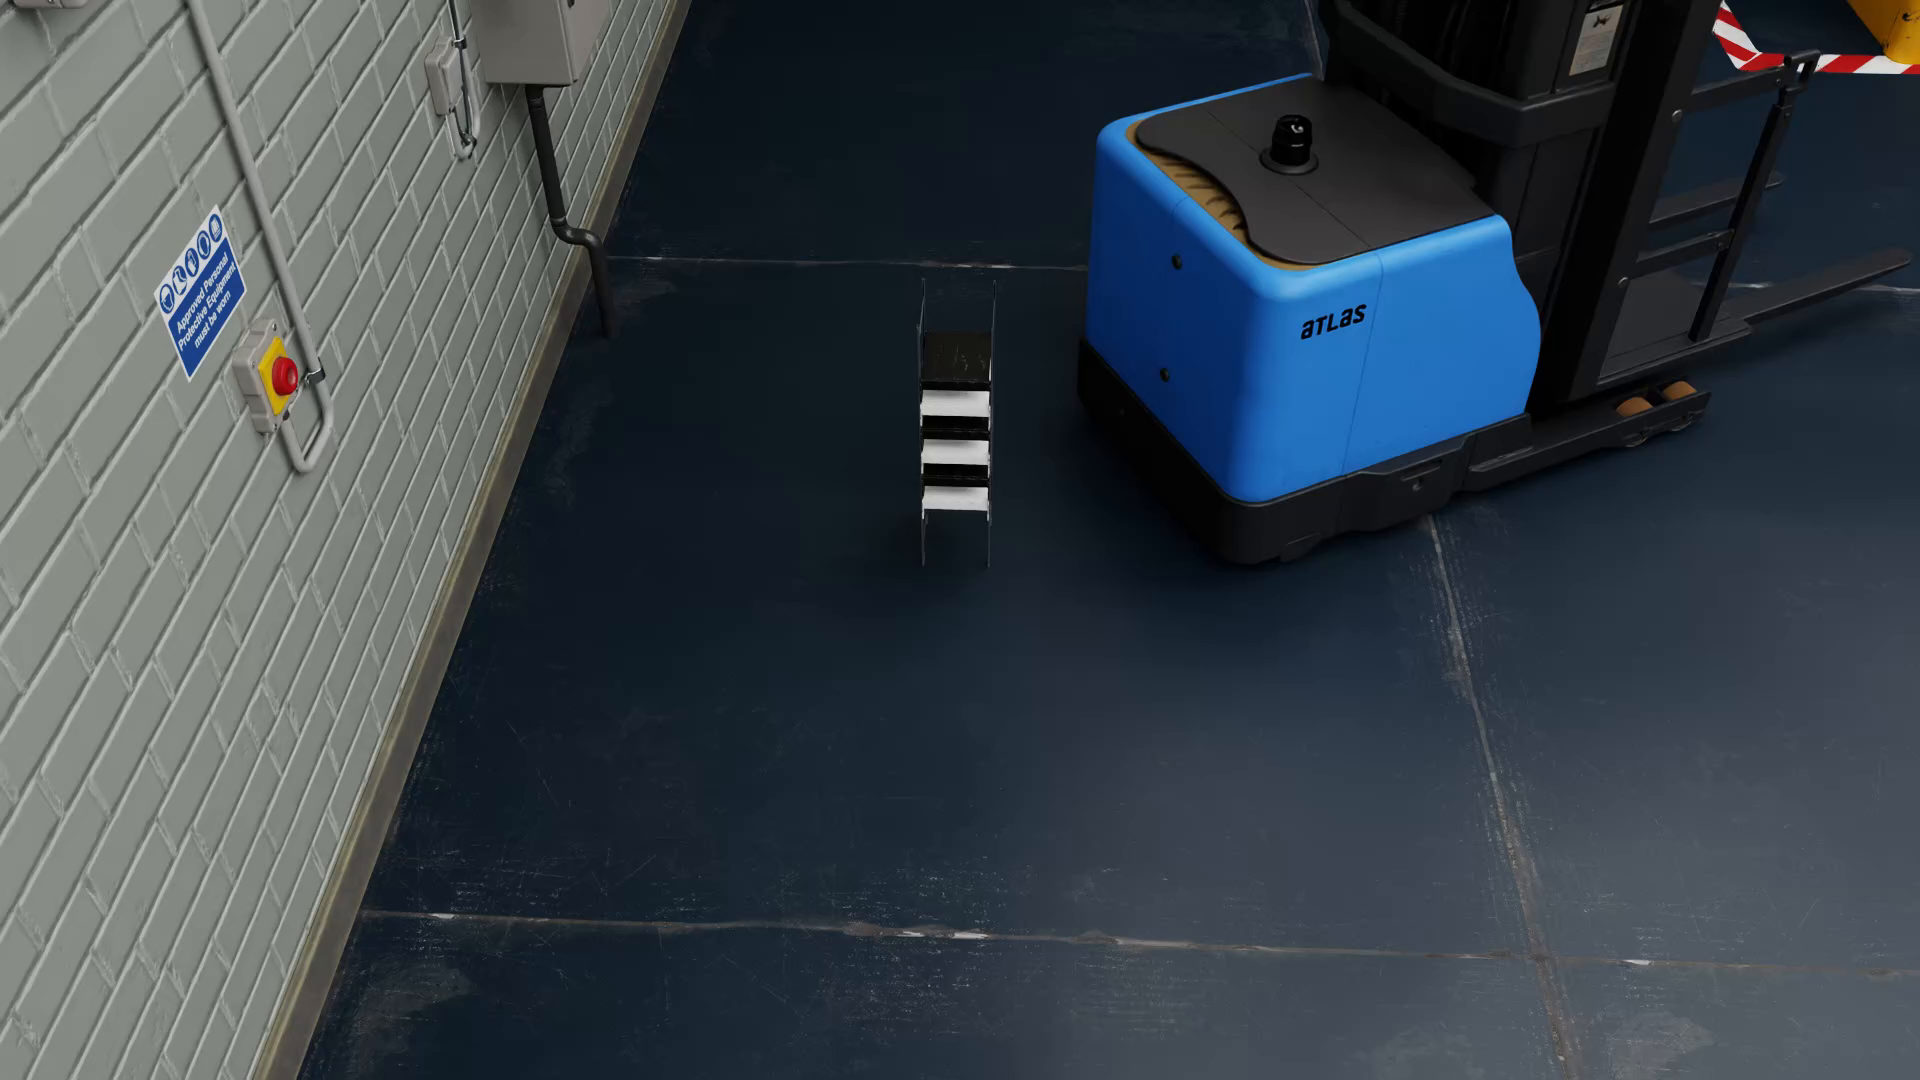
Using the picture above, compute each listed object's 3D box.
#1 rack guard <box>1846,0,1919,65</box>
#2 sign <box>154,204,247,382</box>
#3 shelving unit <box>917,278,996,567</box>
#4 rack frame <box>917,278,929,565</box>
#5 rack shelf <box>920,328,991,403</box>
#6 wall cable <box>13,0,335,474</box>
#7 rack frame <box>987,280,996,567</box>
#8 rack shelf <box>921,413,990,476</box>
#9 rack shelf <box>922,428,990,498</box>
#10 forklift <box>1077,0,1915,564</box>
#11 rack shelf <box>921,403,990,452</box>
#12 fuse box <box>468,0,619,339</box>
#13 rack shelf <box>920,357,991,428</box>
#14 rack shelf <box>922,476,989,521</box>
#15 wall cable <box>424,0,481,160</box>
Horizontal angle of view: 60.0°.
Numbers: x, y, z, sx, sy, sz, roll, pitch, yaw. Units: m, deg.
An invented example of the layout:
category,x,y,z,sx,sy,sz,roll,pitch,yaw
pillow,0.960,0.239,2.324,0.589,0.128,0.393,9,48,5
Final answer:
category,x,y,z,sx,sy,sz,roll,pitch,yaw
rack guard,4.448,-2.744,7.829,0.348,0.500,1.175,2,43,2
sign,-1.545,-0.506,3.395,0.001,0.218,0.327,2,43,2
shelving unit,-0.008,-0.330,4.944,0.210,0.900,0.258,2,43,2
rack frame,-0.110,-0.333,4.947,0.006,0.900,0.240,2,43,2
rack shelf,-0.008,-0.503,4.782,0.200,0.077,0.258,2,43,2
wall cable,-1.482,-0.822,3.163,0.123,1.953,0.585,2,43,2
rack frame,0.093,-0.326,4.940,0.006,0.900,0.240,2,43,2
rack shelf,-0.008,-0.305,4.966,0.200,0.077,0.258,2,43,2
rack shelf,-0.008,-0.239,5.028,0.200,0.077,0.258,2,43,2
forklift,1.955,-1.691,4.915,3.031,2.935,1.130,-18,46,-19
rack shelf,-0.008,-0.371,4.905,0.200,0.077,0.258,2,43,2
fuse box,-1.242,-1.393,5.490,0.414,1.711,0.539,2,43,2
rack shelf,-0.008,-0.437,4.844,0.200,0.077,0.258,2,43,2
rack shelf,-0.008,-0.173,5.089,0.200,0.077,0.258,2,43,2
wall cable,-1.430,-1.776,4.211,0.122,1.984,0.588,2,43,2
